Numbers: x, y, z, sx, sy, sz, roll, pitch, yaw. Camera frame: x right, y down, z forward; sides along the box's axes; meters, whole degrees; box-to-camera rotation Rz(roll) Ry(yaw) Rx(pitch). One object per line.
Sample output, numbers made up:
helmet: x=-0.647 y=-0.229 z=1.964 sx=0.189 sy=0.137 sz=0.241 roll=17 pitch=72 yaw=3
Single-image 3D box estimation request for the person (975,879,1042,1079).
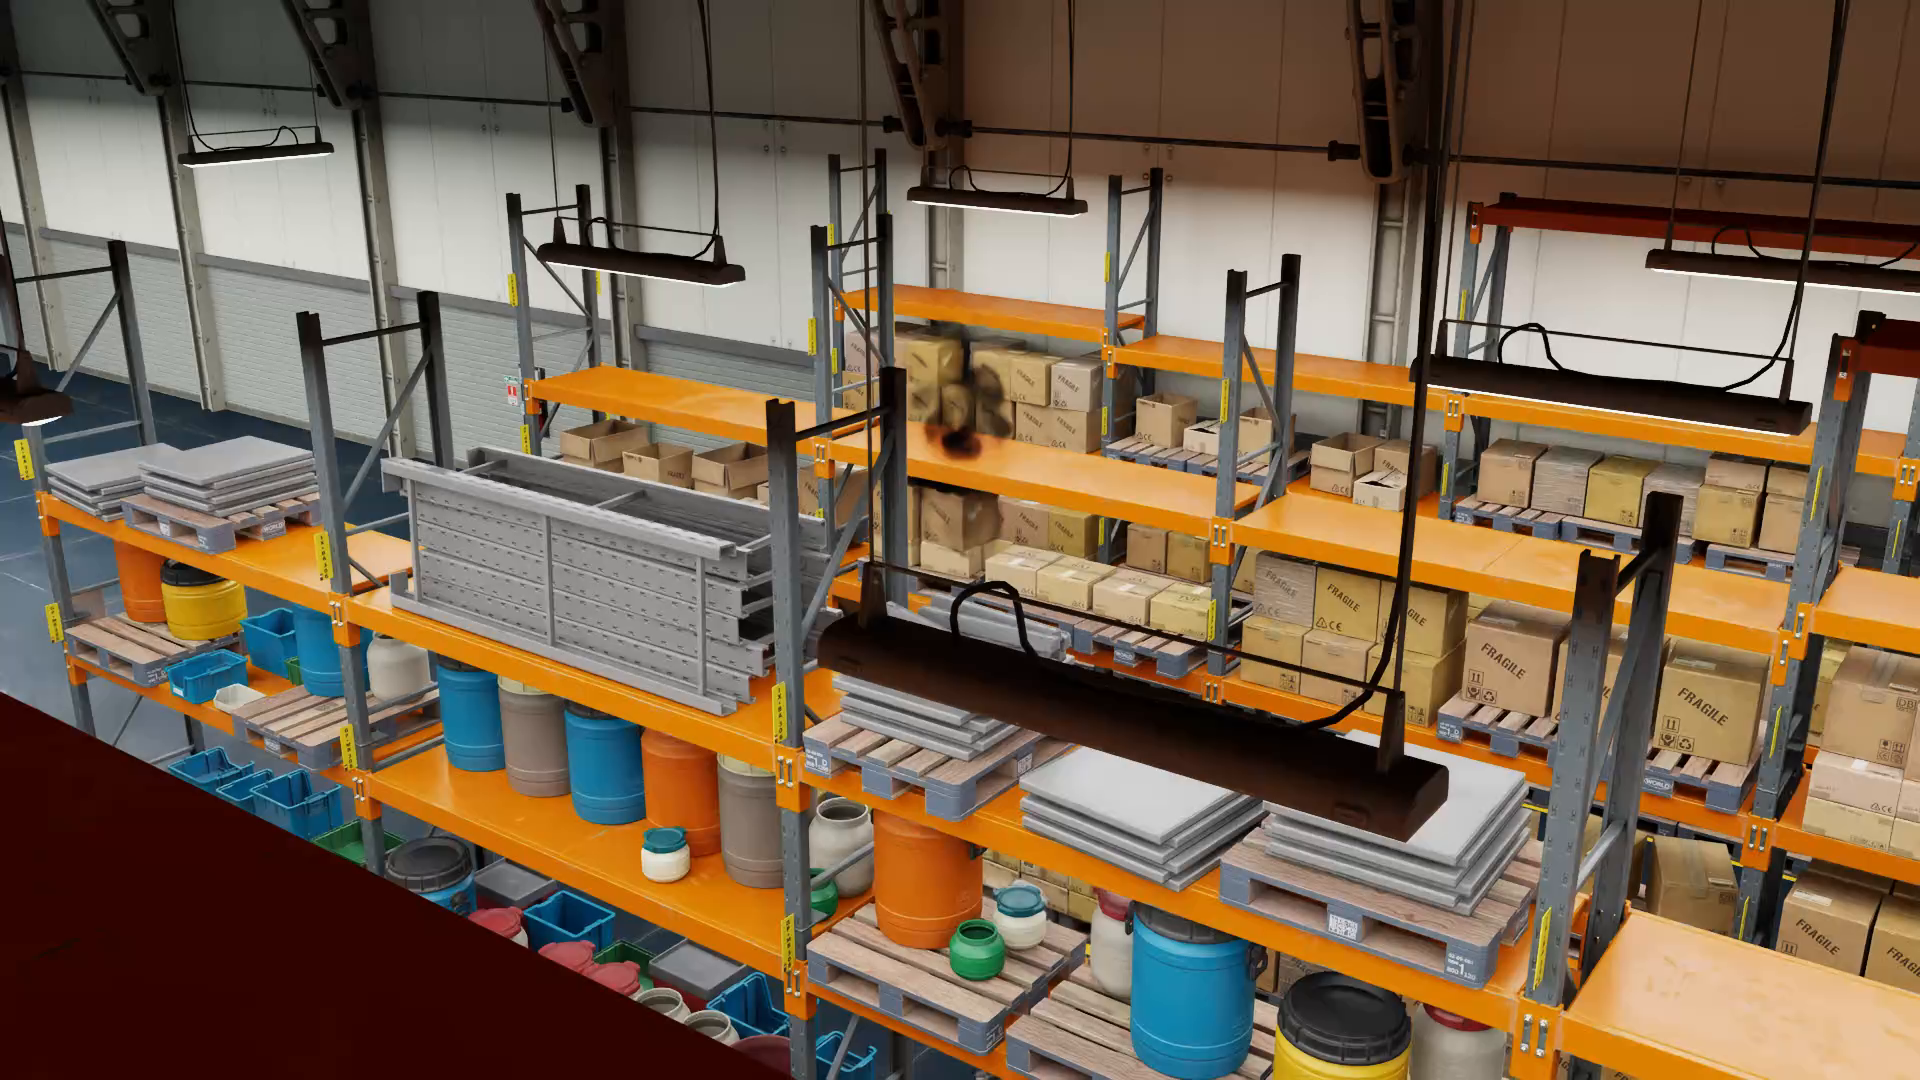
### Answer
person: x=0.442 y=3.344 z=12.447 sx=0.728 sy=1.754 sz=0.560 roll=11 pitch=21 yaw=30
